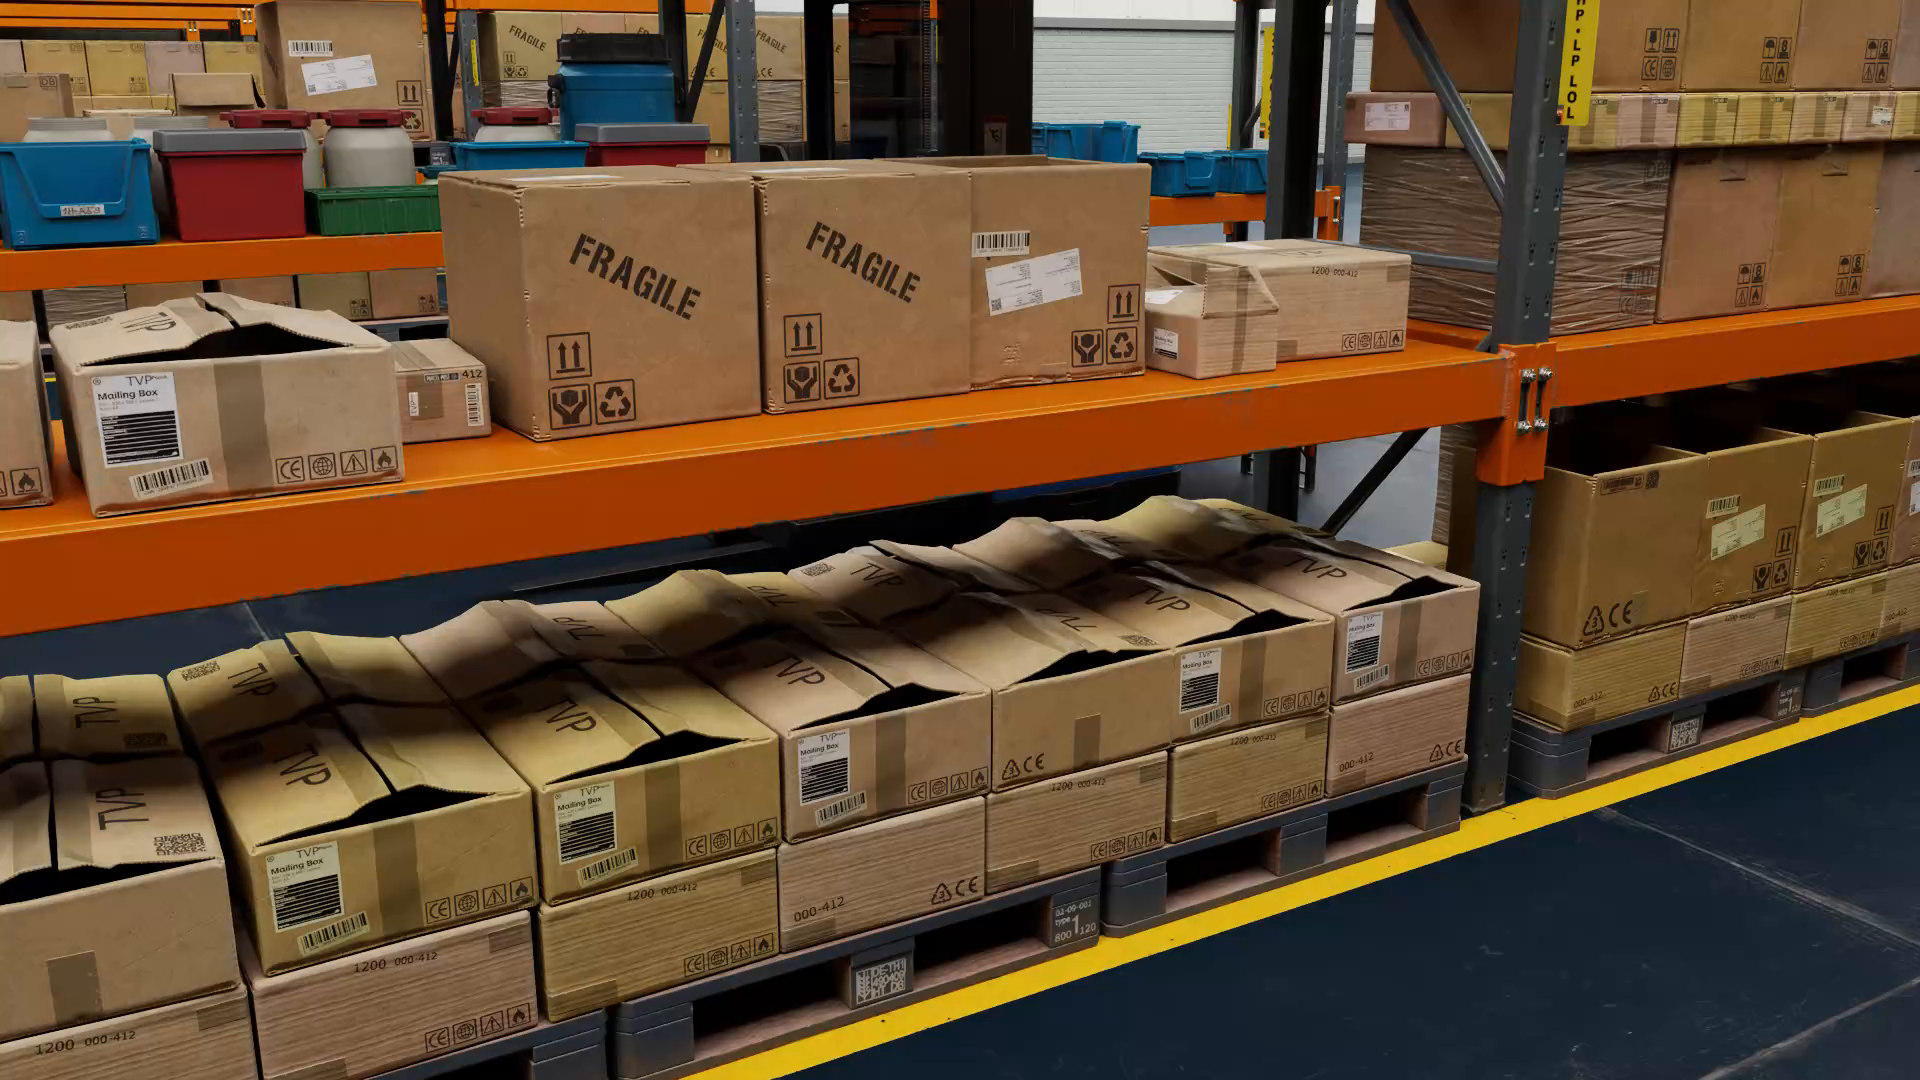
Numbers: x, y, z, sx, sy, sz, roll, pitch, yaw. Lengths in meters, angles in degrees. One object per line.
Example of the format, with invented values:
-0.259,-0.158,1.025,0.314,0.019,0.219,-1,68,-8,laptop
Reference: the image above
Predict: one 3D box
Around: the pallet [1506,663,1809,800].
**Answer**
1.936,0.447,5.422,1.213,0.211,1.003,-9,18,-30,pallet

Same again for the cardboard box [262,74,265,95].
-6.756,-4.708,16.609,0.500,0.500,0.700,-10,18,-31,cardboard box

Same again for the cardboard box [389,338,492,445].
-1.132,-0.308,3.415,0.250,0.149,0.380,-8,17,-26,cardboard box

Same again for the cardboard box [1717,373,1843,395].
2.800,-0.359,6.059,0.500,0.500,0.500,-9,18,-30,cardboard box

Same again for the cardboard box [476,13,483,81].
-3.622,-3.886,13.126,0.500,0.500,0.500,-9,18,-30,cardboard box

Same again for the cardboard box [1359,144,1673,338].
1.610,-0.906,4.898,0.500,0.500,0.700,-10,18,-31,cardboard box

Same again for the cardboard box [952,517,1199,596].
0.318,0.126,4.682,0.500,0.311,0.500,-9,18,-30,cardboard box

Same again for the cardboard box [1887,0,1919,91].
2.900,-1.740,5.469,0.500,0.500,0.700,-9,18,-30,cardboard box

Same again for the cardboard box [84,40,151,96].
-8.063,-4.496,15.853,0.500,0.500,0.700,-9,18,-30,cardboard box

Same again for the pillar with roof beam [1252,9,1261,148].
8.485,-11.590,32.084,0.400,9.000,9.100,-9,18,-30,pillar with roof beam

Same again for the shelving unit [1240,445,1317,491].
1.196,-0.767,8.061,1.048,1.125,0.538,-10,19,-33,shelving unit

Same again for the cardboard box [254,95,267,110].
-7.076,-4.092,16.265,0.500,0.500,0.500,-9,18,-30,cardboard box

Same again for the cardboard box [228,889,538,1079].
-1.165,0.809,3.284,0.500,0.250,0.500,-10,18,-31,cardboard box

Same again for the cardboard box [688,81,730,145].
-2.175,-3.541,13.747,0.500,0.500,0.875,-9,18,-30,cardboard box

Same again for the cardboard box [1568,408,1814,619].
2.216,-0.097,5.125,0.500,0.500,0.500,-9,18,-30,cardboard box

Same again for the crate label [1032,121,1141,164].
0.675,-2.196,9.619,0.616,0.435,0.502,-9,18,-30,crate label

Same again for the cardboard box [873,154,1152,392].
0.115,-0.666,4.044,0.500,0.500,0.500,-8,17,-26,cardboard box

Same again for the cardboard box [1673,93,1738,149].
1.998,-1.219,4.812,0.250,0.149,0.380,-10,18,-31,cardboard box

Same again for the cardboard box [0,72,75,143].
-6.425,-2.966,11.471,0.500,0.500,0.700,-6,17,-22,cardboard box

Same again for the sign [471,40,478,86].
-3.577,-3.516,12.252,0.005,0.325,0.100,-9,18,-30,sign

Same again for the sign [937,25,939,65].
-0.168,-4.221,14.181,0.005,0.325,0.100,-9,18,-30,sign

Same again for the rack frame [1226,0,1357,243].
2.114,-2.497,10.760,0.127,3.000,1.000,-9,18,-30,rack frame

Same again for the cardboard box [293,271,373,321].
-4.822,-1.953,12.635,0.500,0.500,0.700,-9,18,-30,cardboard box

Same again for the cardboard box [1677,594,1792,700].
2.218,0.265,5.224,0.500,0.250,0.500,-9,18,-30,cardboard box

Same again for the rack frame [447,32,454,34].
-8.100,-7.084,27.122,0.127,3.000,1.000,-9,18,-30,rack frame

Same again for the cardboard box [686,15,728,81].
-2.070,-3.975,13.443,0.500,0.500,0.500,-9,18,-30,cardboard box

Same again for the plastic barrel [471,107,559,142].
-2.248,-1.924,8.465,0.433,0.535,0.433,0,16,0,plastic barrel

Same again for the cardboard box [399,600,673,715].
-0.998,0.340,3.915,0.500,0.311,0.500,-9,18,-30,cardboard box

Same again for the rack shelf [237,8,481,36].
-7.255,-6.756,21.728,4.000,0.370,1.077,-9,18,-30,rack shelf

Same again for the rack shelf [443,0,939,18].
-2.151,-4.463,13.548,4.000,0.370,1.077,-9,18,-30,rack shelf

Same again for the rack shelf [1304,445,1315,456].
1.196,-0.531,8.127,1.000,0.278,0.538,-10,19,-33,rack shelf

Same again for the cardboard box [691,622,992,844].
-0.271,0.392,3.733,0.500,0.311,0.500,-9,18,-30,cardboard box

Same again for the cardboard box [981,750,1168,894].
0.154,0.593,4.052,0.500,0.250,0.500,-9,18,-28,cardboard box

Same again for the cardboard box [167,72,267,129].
-5.304,-3.076,11.858,0.637,0.503,0.797,-7,17,-24,cardboard box

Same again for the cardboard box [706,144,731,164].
-2.057,-3.183,13.673,0.250,0.149,0.380,-9,18,-30,cardboard box

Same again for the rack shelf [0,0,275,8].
-8.048,-5.068,15.709,4.000,0.370,1.077,-9,18,-30,rack shelf

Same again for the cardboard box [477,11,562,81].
-3.349,-3.763,12.689,0.500,0.500,0.500,-9,18,-30,cardboard box

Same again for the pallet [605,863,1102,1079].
-0.426,0.830,4.056,1.213,0.211,1.003,-9,18,-30,pallet

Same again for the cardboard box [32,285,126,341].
-6.262,-1.717,11.793,0.500,0.500,0.700,-11,19,-34,cardboard box

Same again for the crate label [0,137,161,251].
-3.753,-1.477,7.057,0.616,0.435,0.502,-9,18,-30,crate label

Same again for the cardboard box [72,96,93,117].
-8.372,-3.882,15.515,0.500,0.500,0.500,-9,18,-30,cardboard box

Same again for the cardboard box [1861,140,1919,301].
2.929,-1.121,5.665,0.500,0.500,0.700,-9,18,-28,cardboard box

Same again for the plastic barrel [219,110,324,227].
-3.248,-1.762,7.886,0.433,0.535,0.433,0,16,0,plastic barrel

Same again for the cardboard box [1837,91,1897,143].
2.665,-1.327,5.201,0.250,0.149,0.380,-10,18,-31,cardboard box

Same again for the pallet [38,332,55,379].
-6.624,-1.296,11.644,1.213,0.211,1.003,-9,18,-30,pallet

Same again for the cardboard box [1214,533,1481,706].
1.033,0.180,4.487,0.500,0.311,0.500,-9,18,-30,cardboard box

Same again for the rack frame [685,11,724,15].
-2.905,-4.804,18.992,0.127,3.000,1.000,-9,18,-30,rack frame

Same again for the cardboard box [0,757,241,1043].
-1.596,0.609,2.959,0.500,0.311,0.500,-9,18,-28,cardboard box

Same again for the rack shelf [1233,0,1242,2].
0.399,-3.317,9.460,4.000,0.370,1.077,-9,18,-30,rack shelf

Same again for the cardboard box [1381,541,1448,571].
1.518,0.212,5.411,0.500,0.250,0.500,-9,18,-30,cardboard box

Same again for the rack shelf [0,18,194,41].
-13.243,-7.347,23.839,4.000,0.370,1.077,-9,18,-30,rack shelf

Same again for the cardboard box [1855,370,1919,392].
3.505,-0.304,5.863,0.500,0.500,0.500,-9,18,-30,cardboard box

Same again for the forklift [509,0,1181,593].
-0.522,-1.316,6.675,3.031,2.935,1.130,-10,19,-33,forklift

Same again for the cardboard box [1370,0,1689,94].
1.610,-1.530,4.723,0.500,0.500,0.700,-9,18,-29,cardboard box

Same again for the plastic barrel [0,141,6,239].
-4.502,-1.585,7.255,0.708,0.536,0.600,-9,18,-30,plastic barrel

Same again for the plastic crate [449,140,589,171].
-2.100,-1.708,7.975,0.575,0.384,0.392,-9,18,-30,plastic crate
